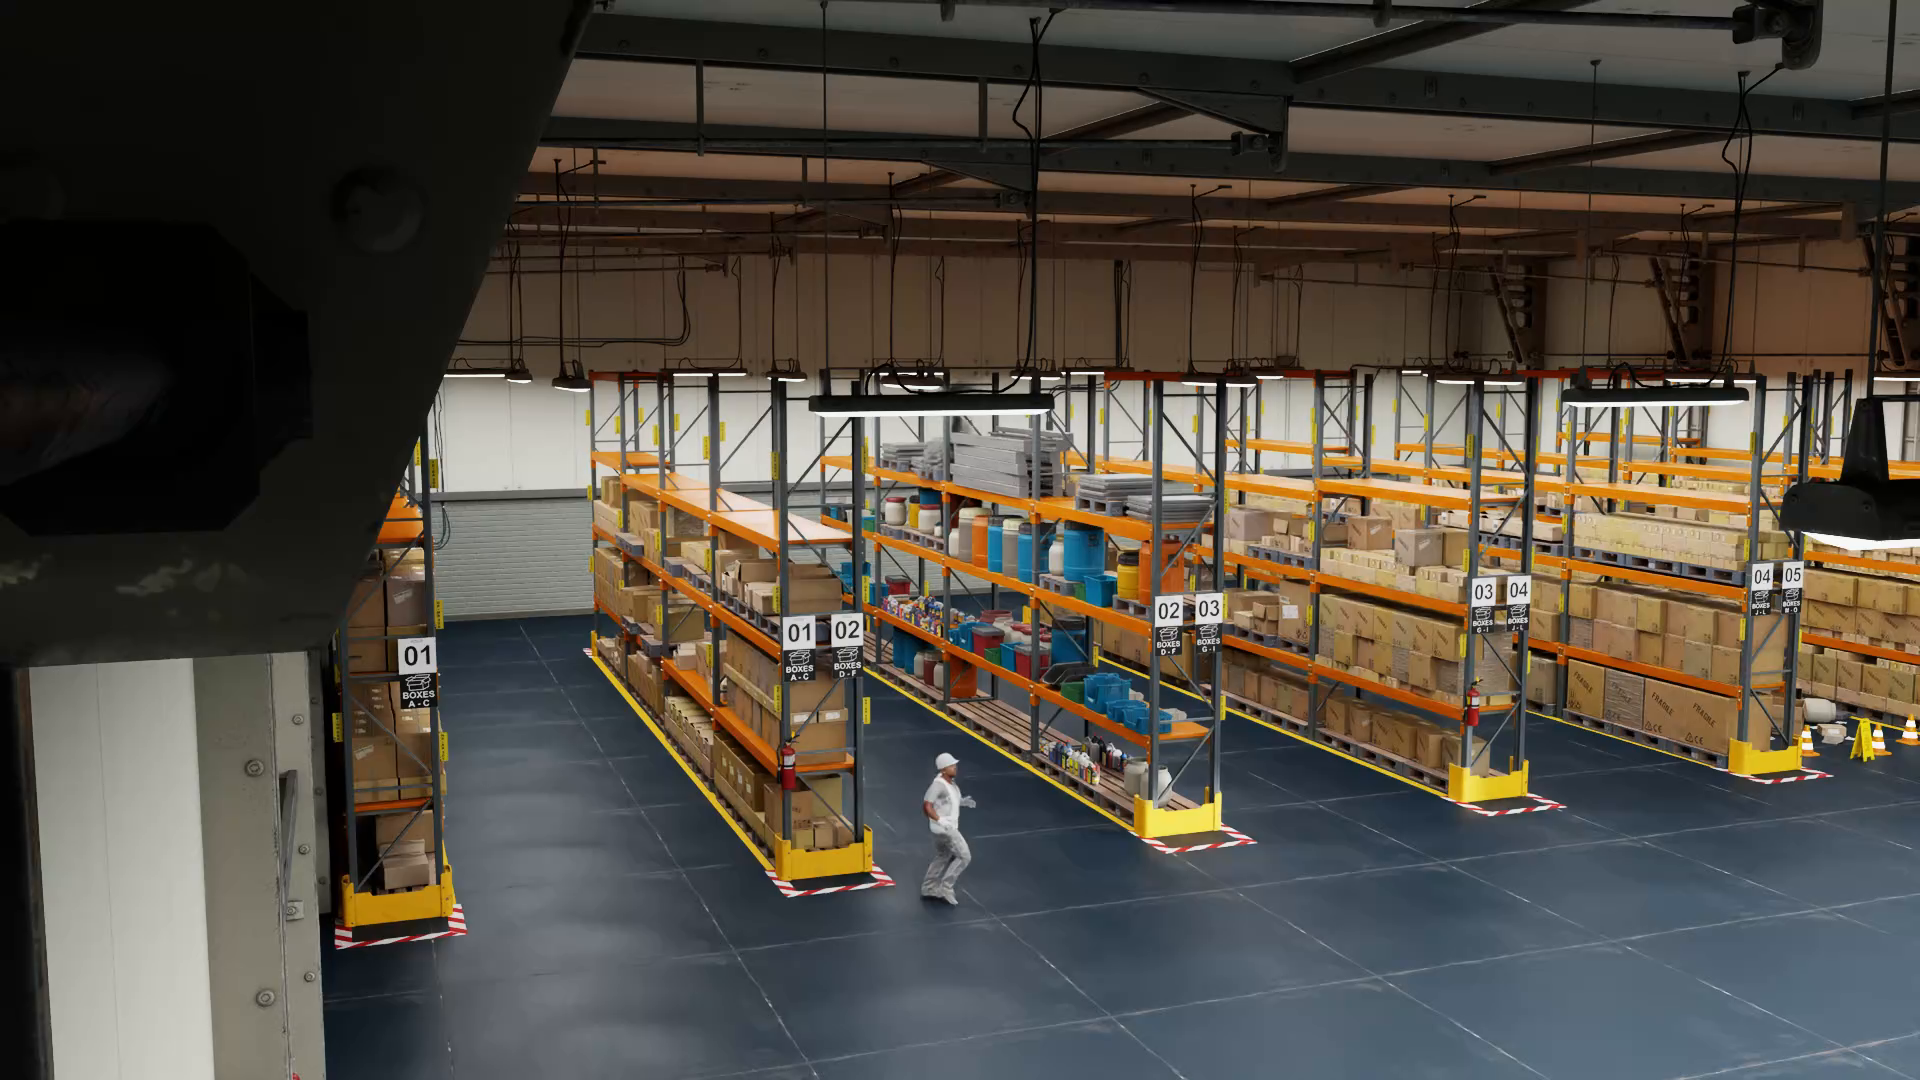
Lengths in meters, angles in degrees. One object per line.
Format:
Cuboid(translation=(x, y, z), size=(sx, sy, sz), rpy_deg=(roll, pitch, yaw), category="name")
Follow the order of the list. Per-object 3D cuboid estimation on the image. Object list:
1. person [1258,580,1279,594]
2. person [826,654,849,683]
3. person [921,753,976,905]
Cuboid(translation=(7.619, 0.899, 41.215), size=(0.946, 1.650, 0.638), rpy_deg=(5, 8, 37), category="person")
Cuboid(translation=(-2.211, 2.085, 30.188), size=(0.674, 1.736, 0.653), rpy_deg=(-2, 7, -14), category="person")
Cuboid(translation=(-0.132, 3.339, 19.173), size=(0.643, 1.799, 0.665), rpy_deg=(0, 6, 0), category="person")
